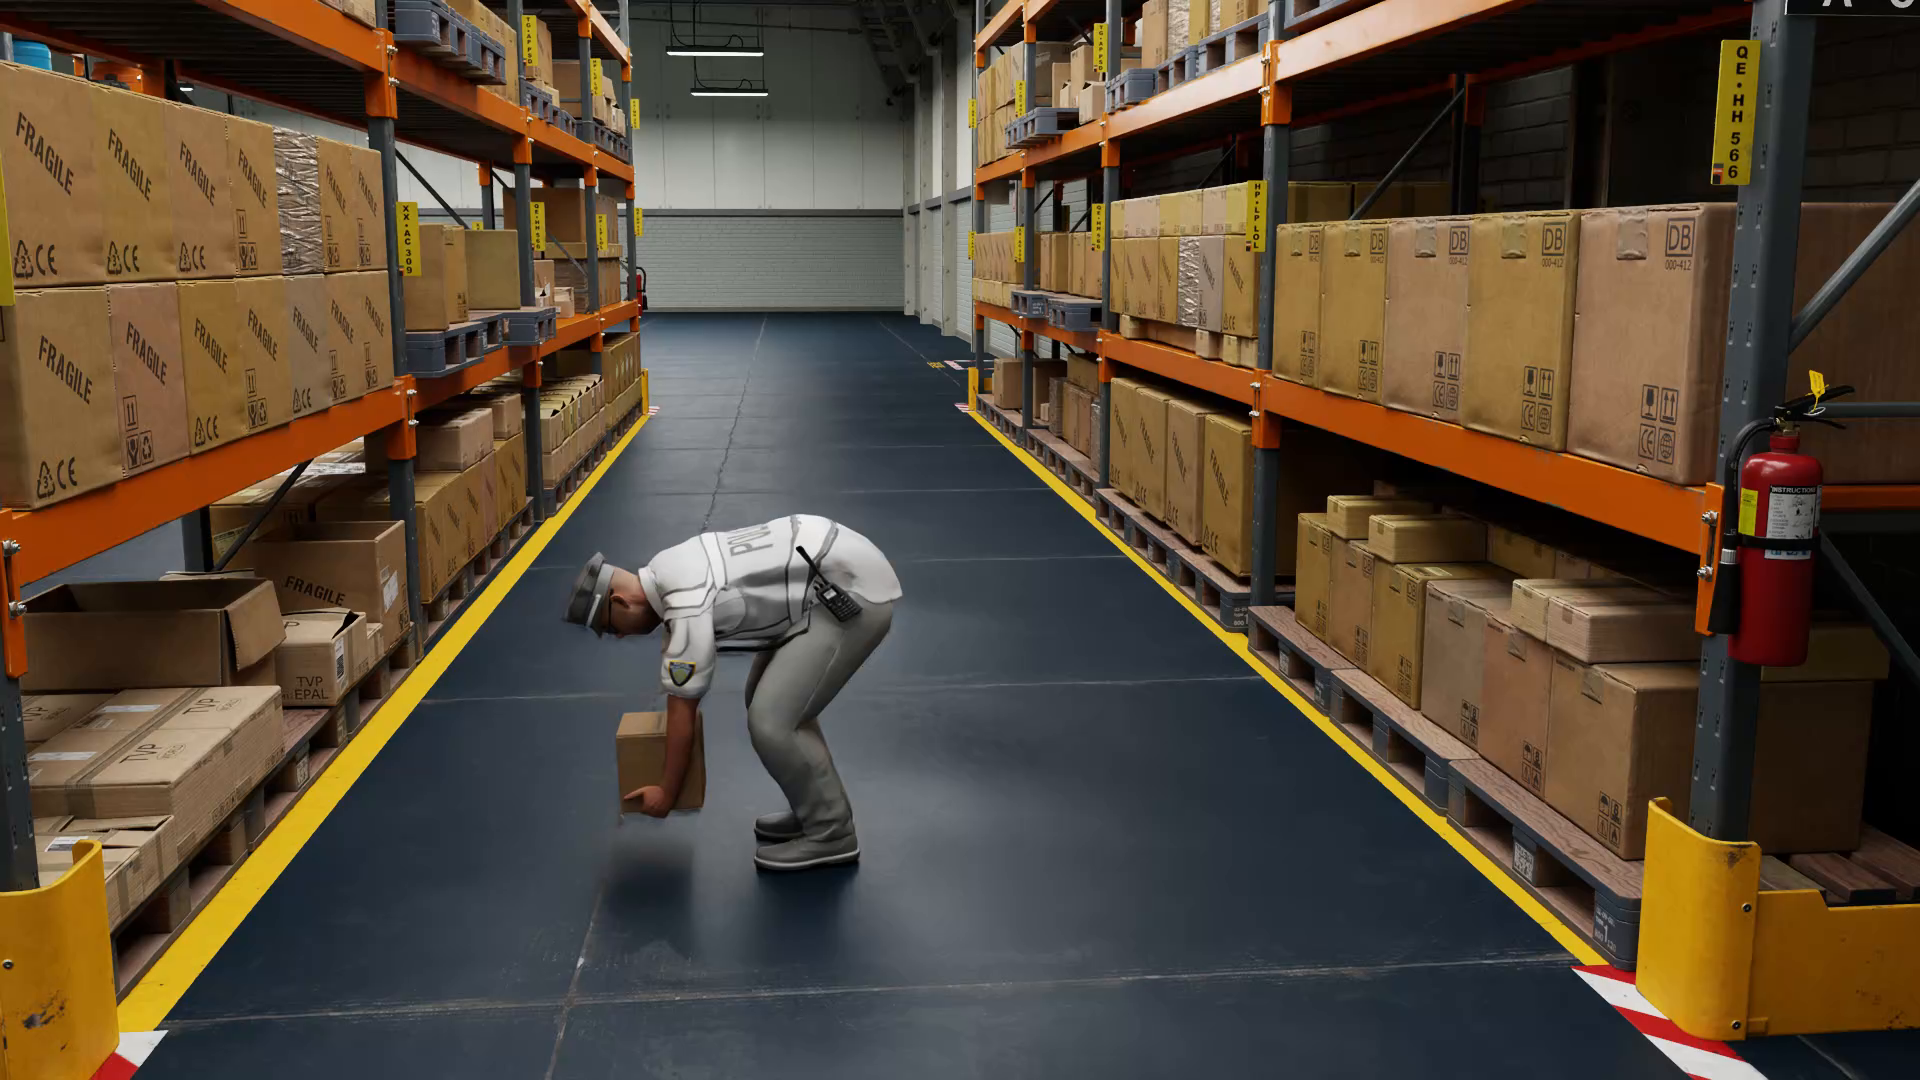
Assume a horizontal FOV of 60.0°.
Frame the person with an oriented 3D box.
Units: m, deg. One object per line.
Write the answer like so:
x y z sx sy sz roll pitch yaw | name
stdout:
-0.704 0.467 5.200 1.042 1.069 0.515 -2 10 -9 | person
